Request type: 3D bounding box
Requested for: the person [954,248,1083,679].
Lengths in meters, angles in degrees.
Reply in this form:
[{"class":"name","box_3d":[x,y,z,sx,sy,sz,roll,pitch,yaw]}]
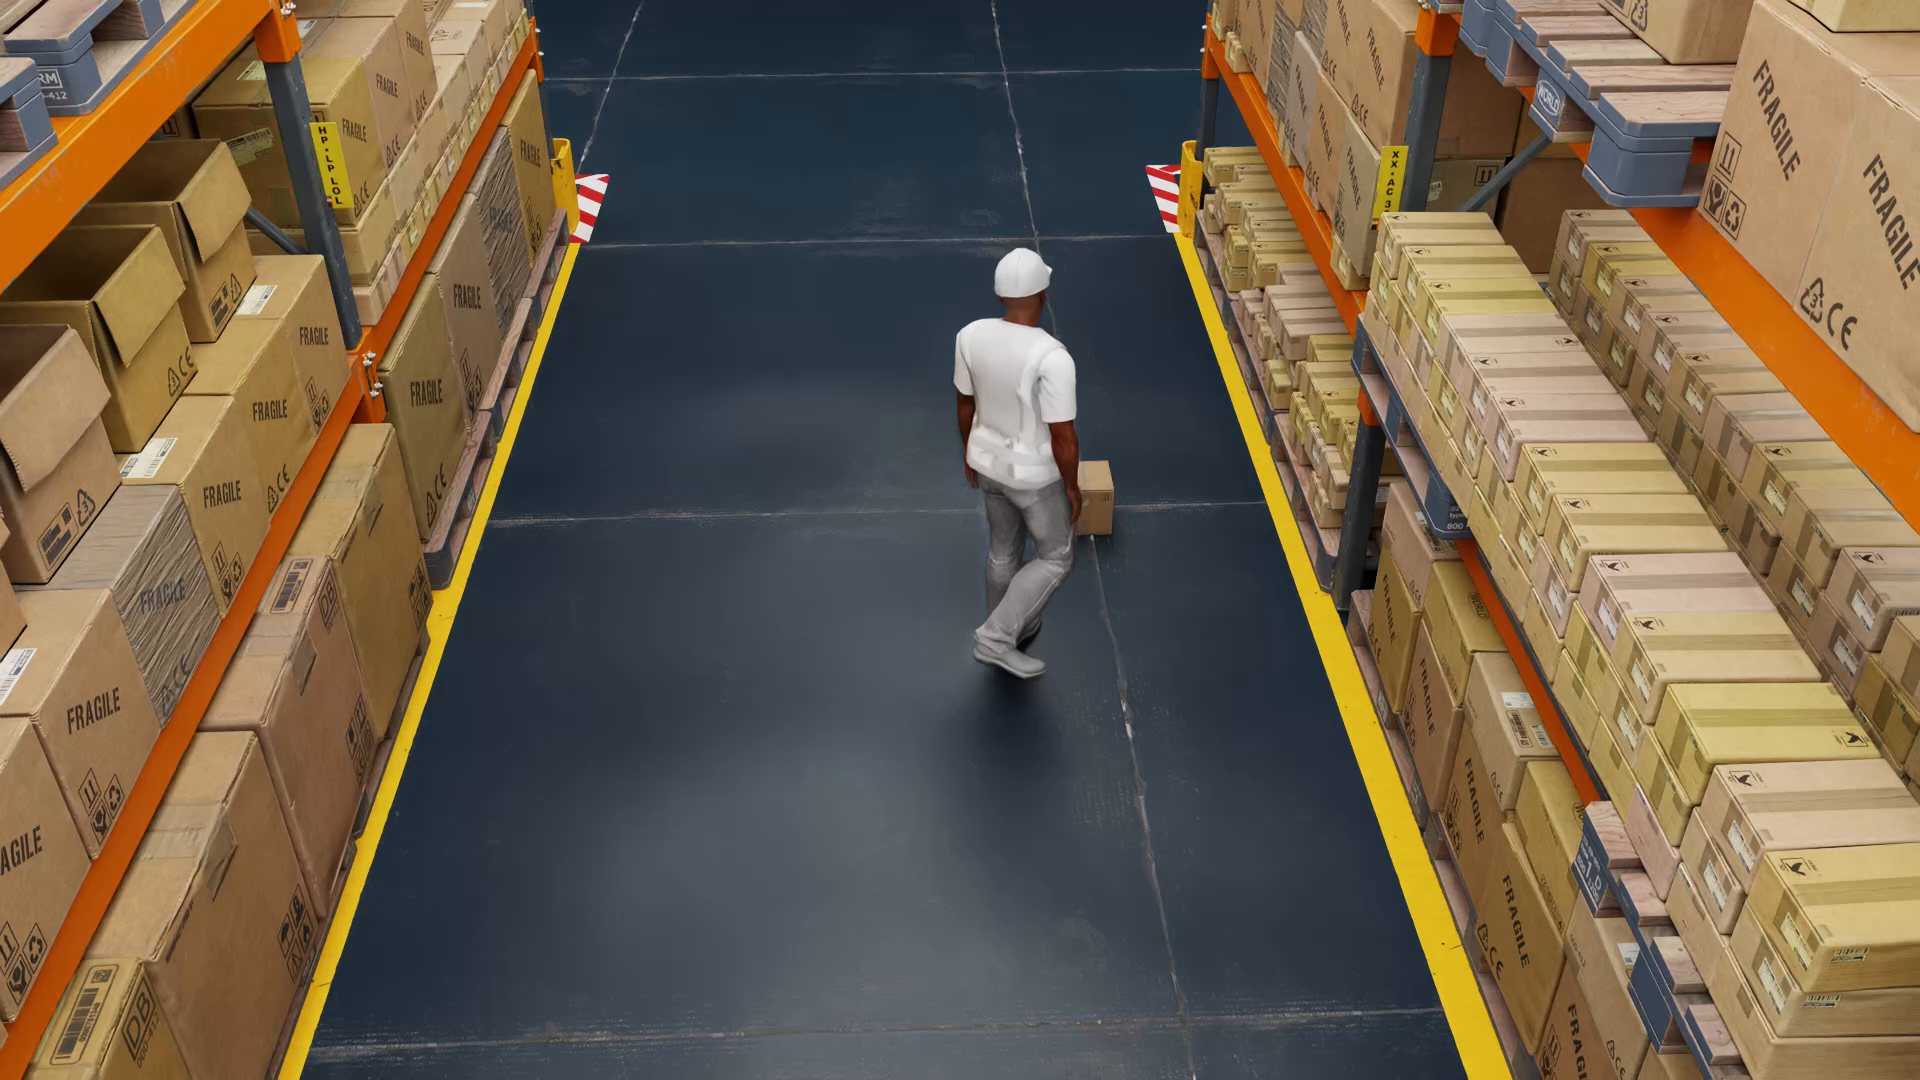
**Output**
[{"class":"person","box_3d":[0.184,-0.255,6.480,0.609,1.765,0.579,29,44,35]}]
